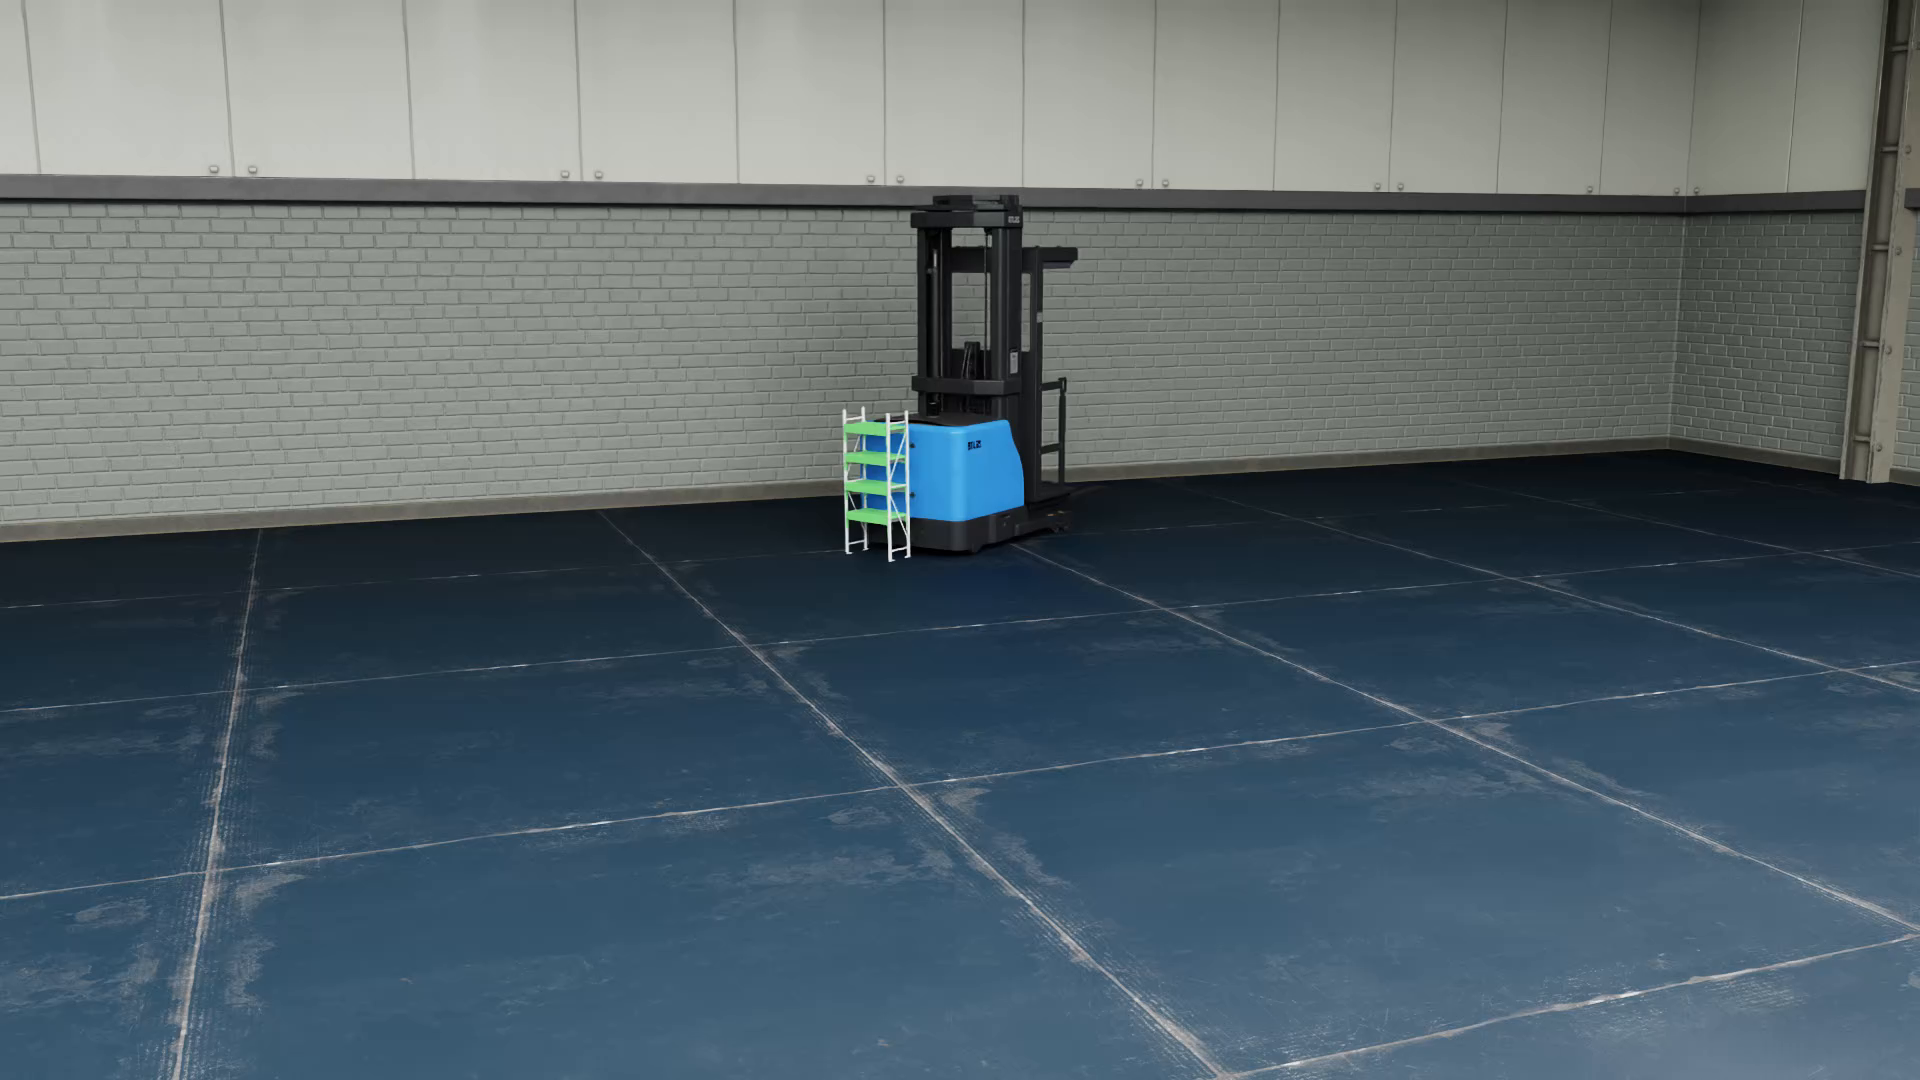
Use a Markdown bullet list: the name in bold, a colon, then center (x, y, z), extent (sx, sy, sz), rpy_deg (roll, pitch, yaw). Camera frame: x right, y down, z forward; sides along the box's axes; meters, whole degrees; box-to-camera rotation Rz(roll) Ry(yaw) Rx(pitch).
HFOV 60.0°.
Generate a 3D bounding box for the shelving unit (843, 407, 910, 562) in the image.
- **shelving unit**: center (-0.682, -0.460, 13.573), extent (0.503, 1.200, 0.258), rpy_deg (9, 14, 40)

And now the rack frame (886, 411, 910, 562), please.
- **rack frame**: center (-0.497, -0.432, 13.415), extent (0.015, 1.200, 0.240), rpy_deg (9, 14, 40)

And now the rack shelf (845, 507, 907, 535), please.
- **rack shelf**: center (-0.680, -0.161, 13.628), extent (0.480, 0.148, 0.258), rpy_deg (9, 14, 40)

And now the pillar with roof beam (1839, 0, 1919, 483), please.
- **pillar with roof beam**: center (5.823, -4.808, 15.754), extent (9.100, 9.000, 0.400), rpy_deg (-4, 11, -21)

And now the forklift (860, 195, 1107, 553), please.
- **forklift**: center (0.352, -1.550, 14.767), extent (1.130, 2.935, 3.031), rpy_deg (6, 12, 31)

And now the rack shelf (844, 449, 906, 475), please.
- **rack shelf**: center (-0.683, -0.633, 13.541), extent (0.480, 0.148, 0.258), rpy_deg (9, 14, 40)

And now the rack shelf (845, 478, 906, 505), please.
- **rack shelf**: center (-0.681, -0.397, 13.584), extent (0.480, 0.148, 0.258), rpy_deg (9, 14, 40)

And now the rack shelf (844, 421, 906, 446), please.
- **rack shelf**: center (-0.685, -0.869, 13.497), extent (0.480, 0.148, 0.258), rpy_deg (9, 14, 40)

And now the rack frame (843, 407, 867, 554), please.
- **rack frame**: center (-0.866, -0.488, 13.730), extent (0.015, 1.200, 0.240), rpy_deg (9, 14, 40)
